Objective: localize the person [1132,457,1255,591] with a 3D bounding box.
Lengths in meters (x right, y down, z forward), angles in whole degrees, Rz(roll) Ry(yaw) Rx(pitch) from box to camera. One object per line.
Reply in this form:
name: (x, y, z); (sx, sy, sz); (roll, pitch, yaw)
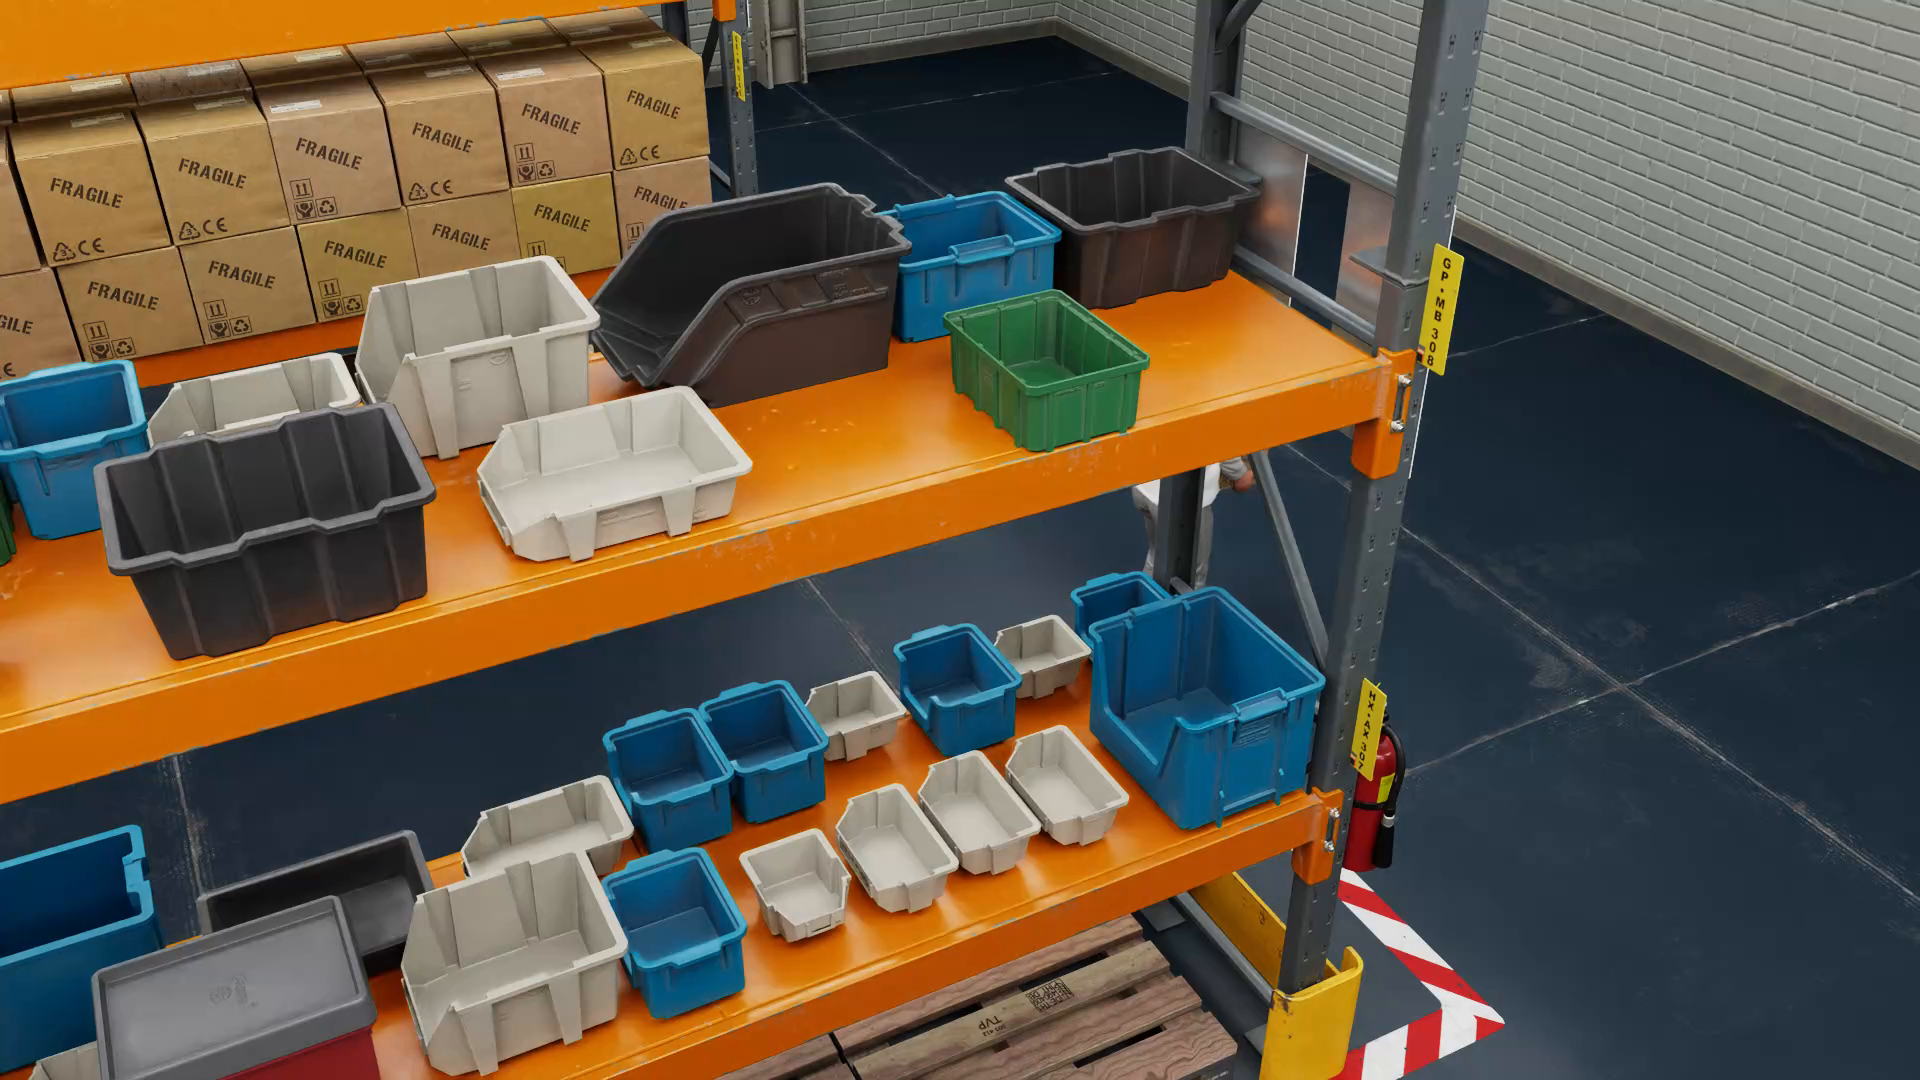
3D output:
person: (1.035, -0.255, 7.518); (0.549, 1.763, 0.494); (-15, 36, -22)
